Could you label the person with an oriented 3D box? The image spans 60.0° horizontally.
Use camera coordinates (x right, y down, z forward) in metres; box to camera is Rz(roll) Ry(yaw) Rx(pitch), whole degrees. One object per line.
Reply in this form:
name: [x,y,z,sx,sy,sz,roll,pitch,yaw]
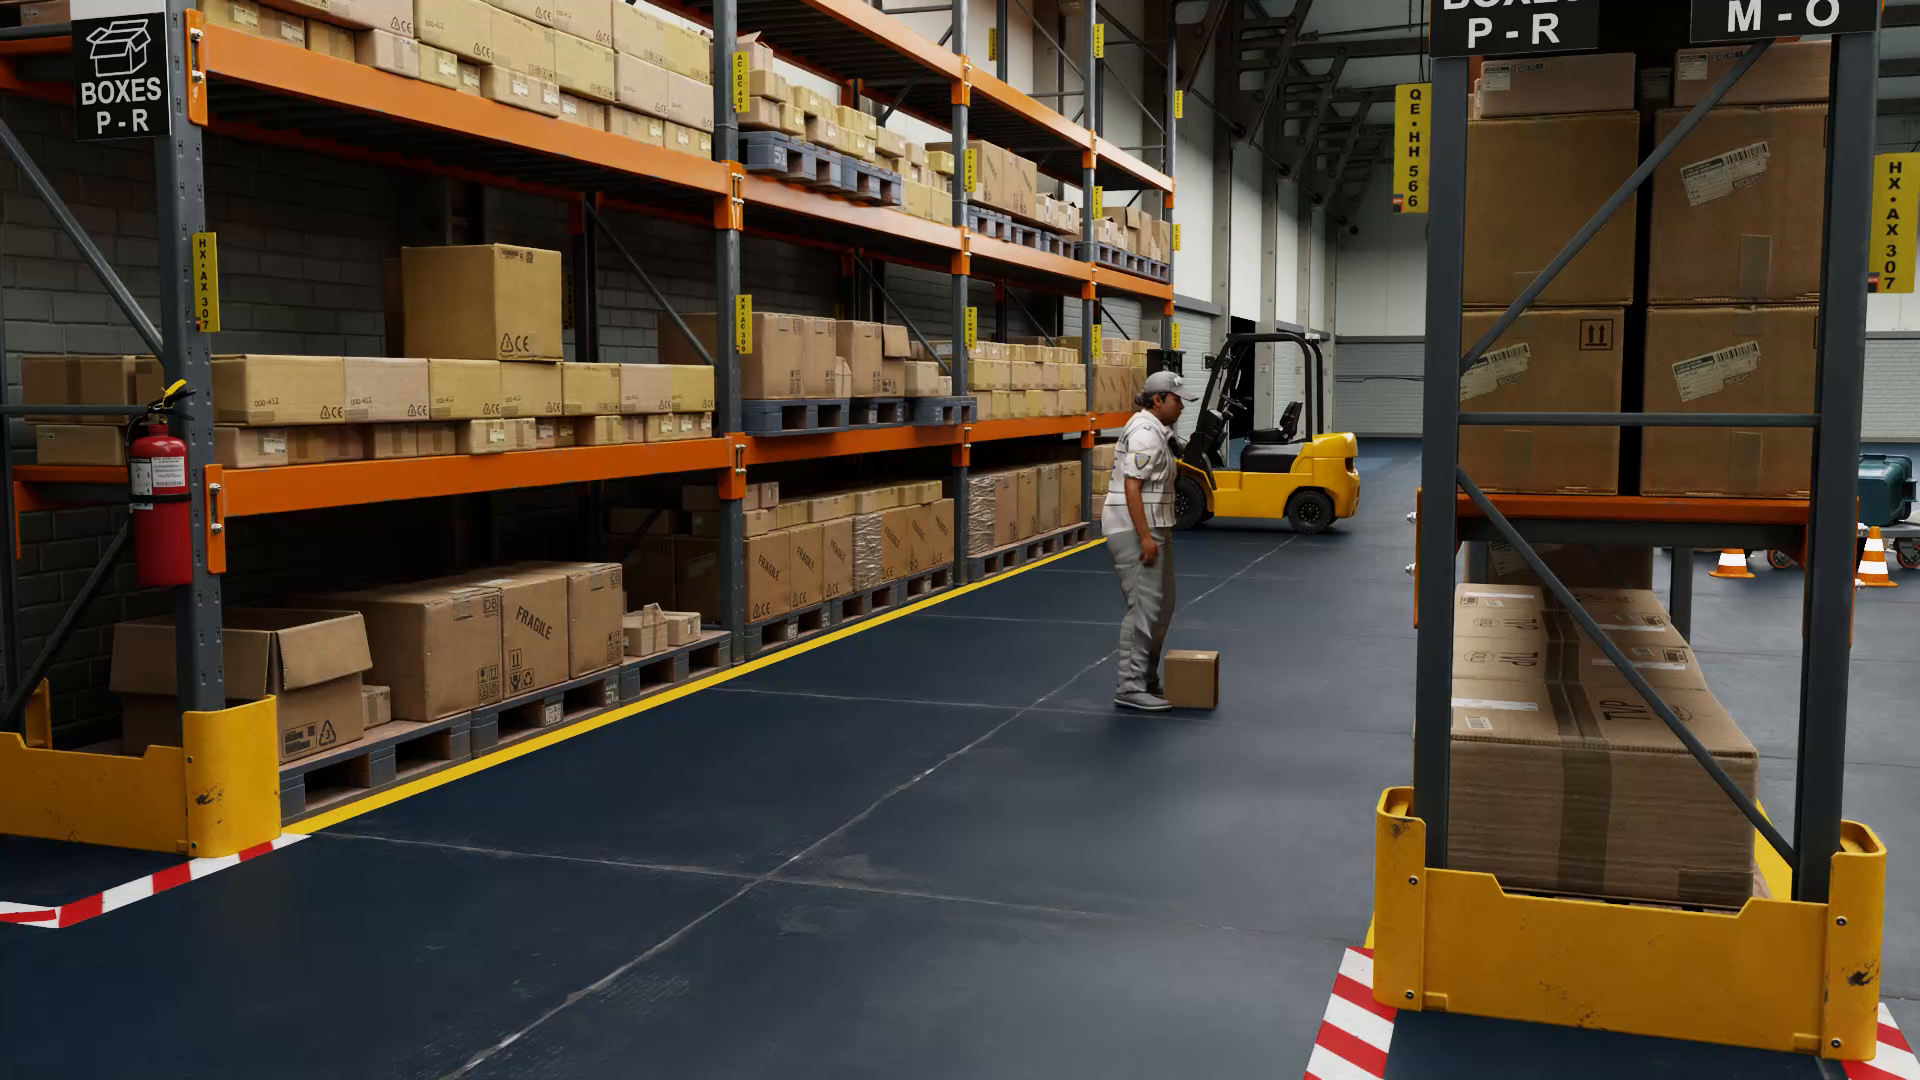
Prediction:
person: [0.955,-0.013,8.346,0.468,1.667,0.557,2,6,17]
